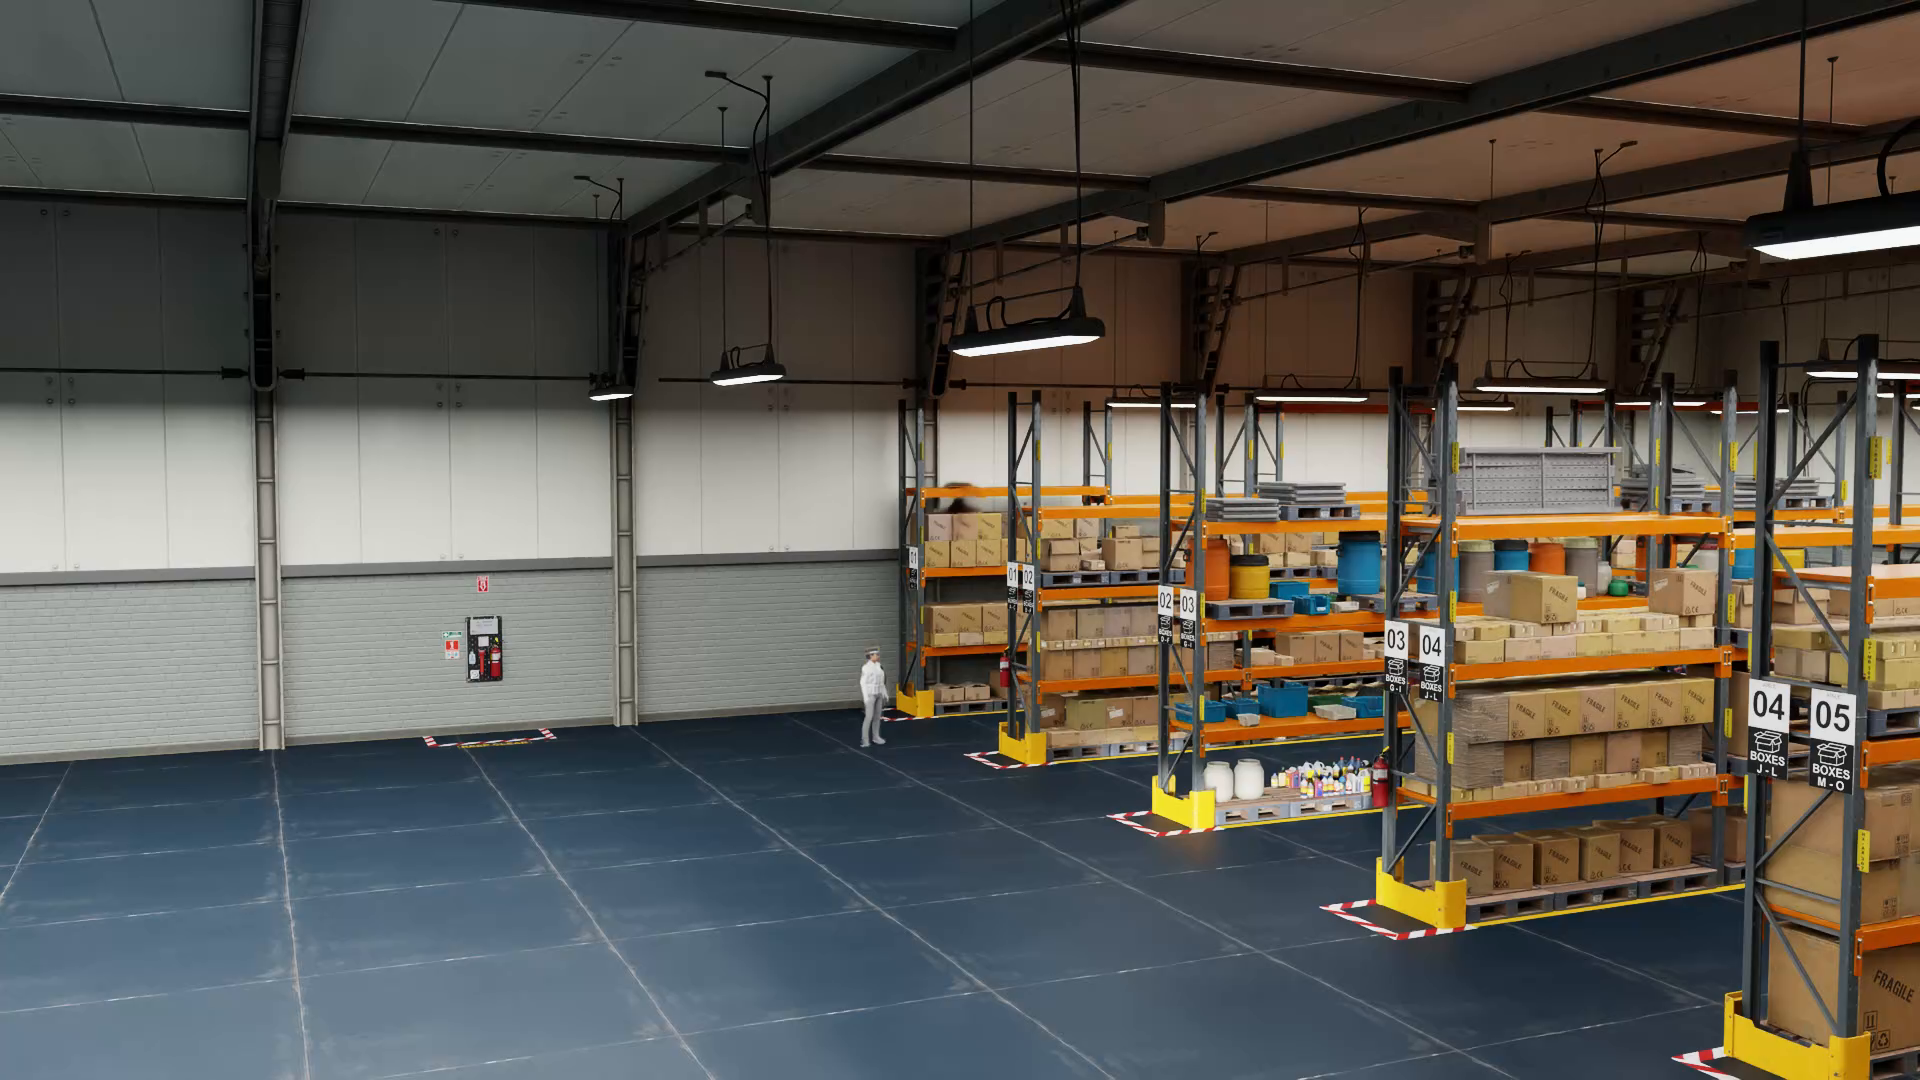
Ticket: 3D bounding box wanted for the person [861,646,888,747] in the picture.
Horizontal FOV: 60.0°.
[{"bbox_3d":[-1.489,2.671,28.439,0.341,1.716,0.561,2,4,34],"label":"person"}]
